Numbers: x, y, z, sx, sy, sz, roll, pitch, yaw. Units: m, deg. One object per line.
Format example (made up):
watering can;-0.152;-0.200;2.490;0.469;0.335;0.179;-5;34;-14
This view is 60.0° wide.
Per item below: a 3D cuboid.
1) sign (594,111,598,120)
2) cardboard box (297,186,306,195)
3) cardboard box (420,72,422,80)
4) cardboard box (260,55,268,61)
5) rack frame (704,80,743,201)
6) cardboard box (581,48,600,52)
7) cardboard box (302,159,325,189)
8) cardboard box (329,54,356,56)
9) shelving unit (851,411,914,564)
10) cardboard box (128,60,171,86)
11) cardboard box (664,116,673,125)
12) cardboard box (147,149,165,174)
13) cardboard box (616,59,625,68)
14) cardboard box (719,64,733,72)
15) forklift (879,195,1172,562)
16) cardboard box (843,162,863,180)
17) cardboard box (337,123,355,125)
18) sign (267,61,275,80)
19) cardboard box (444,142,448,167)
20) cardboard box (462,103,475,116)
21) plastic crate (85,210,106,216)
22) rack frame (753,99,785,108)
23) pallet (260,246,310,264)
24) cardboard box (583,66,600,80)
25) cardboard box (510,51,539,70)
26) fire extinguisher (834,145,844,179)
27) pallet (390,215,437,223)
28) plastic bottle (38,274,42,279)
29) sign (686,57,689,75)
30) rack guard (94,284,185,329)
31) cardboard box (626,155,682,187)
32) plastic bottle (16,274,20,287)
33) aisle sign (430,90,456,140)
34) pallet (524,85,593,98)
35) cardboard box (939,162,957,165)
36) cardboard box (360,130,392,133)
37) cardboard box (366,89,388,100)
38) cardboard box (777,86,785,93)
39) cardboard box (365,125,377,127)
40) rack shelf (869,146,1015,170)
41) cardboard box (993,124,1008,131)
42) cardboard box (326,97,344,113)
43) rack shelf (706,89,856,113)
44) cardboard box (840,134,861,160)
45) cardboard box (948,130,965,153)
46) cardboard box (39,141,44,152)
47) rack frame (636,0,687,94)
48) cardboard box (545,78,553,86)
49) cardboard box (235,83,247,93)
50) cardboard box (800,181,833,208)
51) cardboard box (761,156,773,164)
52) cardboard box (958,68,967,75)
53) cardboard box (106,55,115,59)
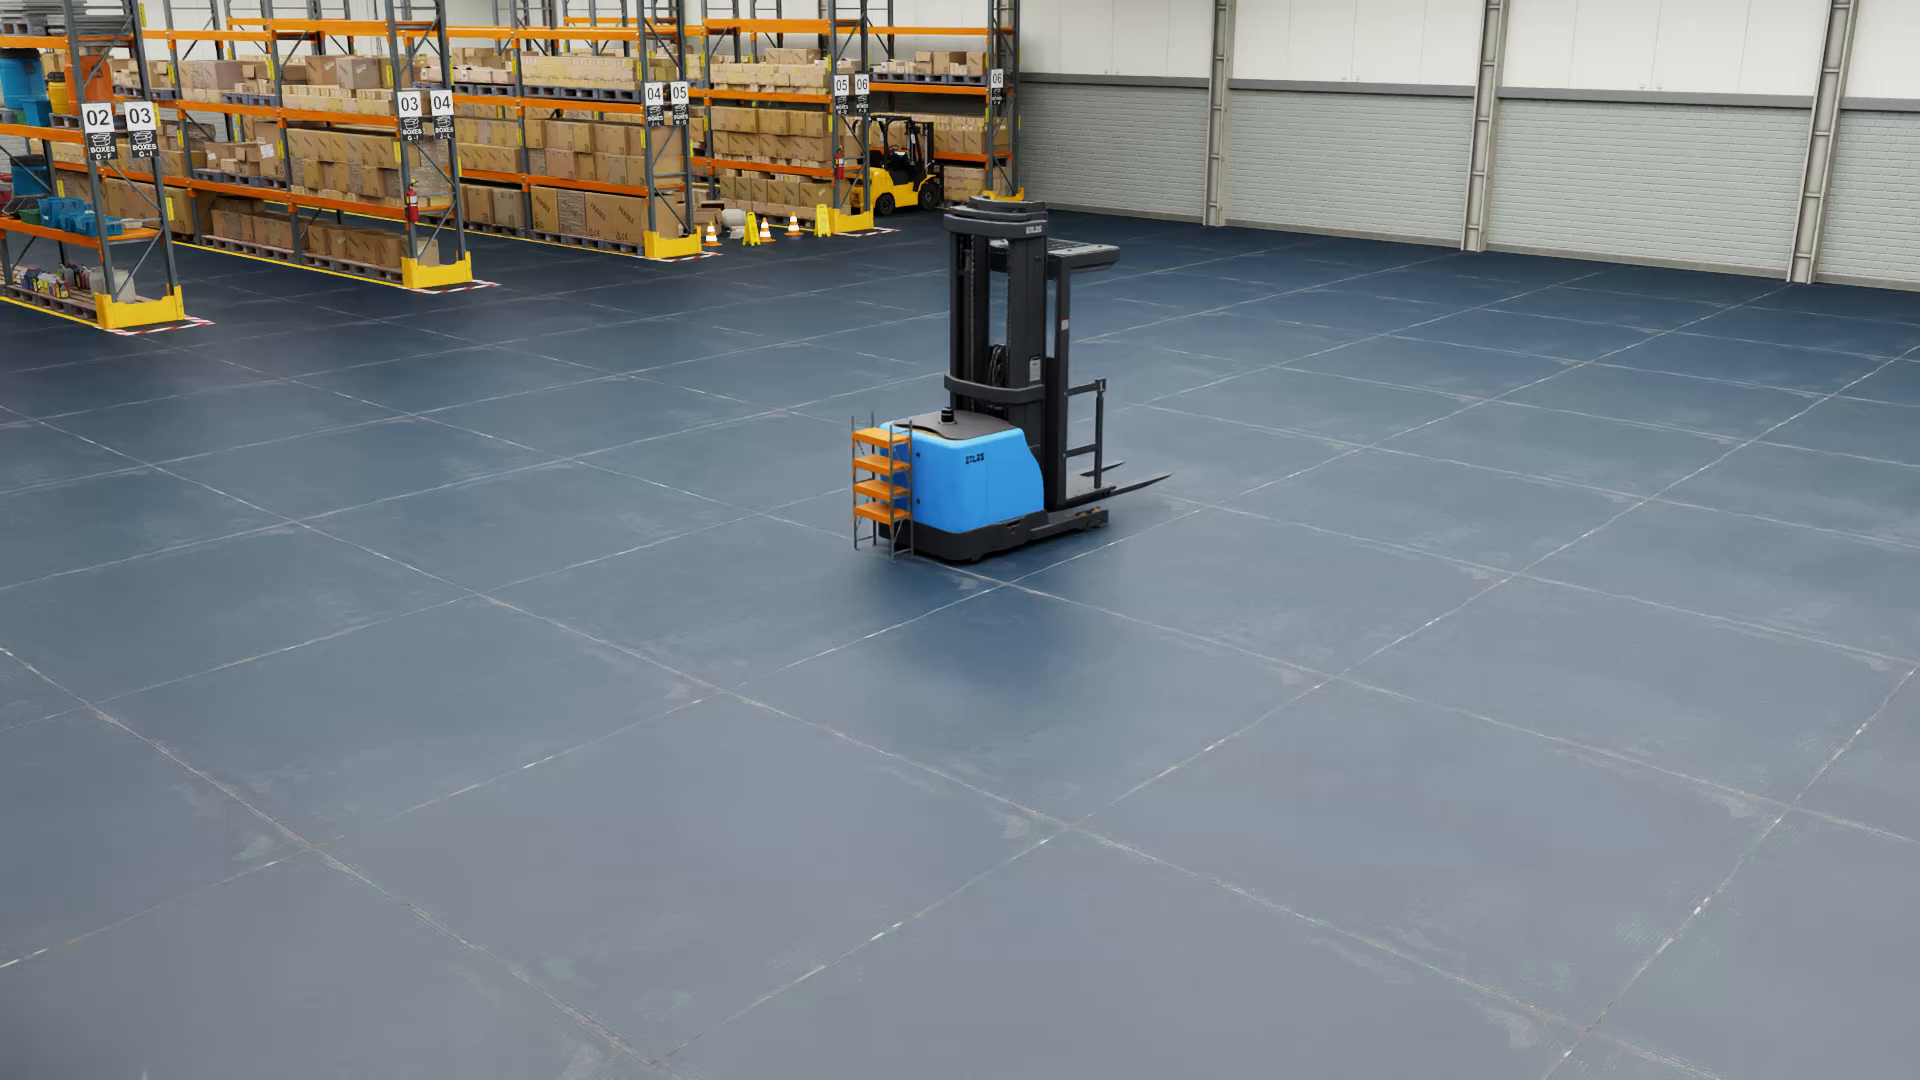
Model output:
sign;-8.649;-10.077;39.538;0.005;0.325;0.100;15;23;39
cardboard box;-11.729;-6.322;30.036;0.250;0.149;0.380;15;23;39
cardboard box;-11.349;-9.965;35.699;0.250;0.149;0.380;14;22;37
cardboard box;-16.608;-11.584;40.006;0.250;0.149;0.380;16;24;41
rack frame;-5.291;-8.848;37.581;0.127;3.000;1.000;15;23;39
cardboard box;-10.441;-13.867;47.367;0.500;0.250;0.500;15;23;39
cardboard box;-11.223;-6.582;29.785;0.500;0.500;0.875;15;23;39
cardboard box;-14.274;-10.890;38.199;0.500;0.500;0.700;15;23;39
shelving unit;-0.656;-0.452;14.099;0.258;1.200;0.503;-16;24;-41
cardboard box;-16.403;-9.493;33.791;0.637;0.503;0.797;15;23;39
cardboard box;-6.543;-9.482;38.229;0.500;0.500;0.500;16;24;41
cardboard box;-16.154;-7.704;33.813;0.500;0.500;0.500;14;22;38
cardboard box;-6.172;-8.884;30.972;0.250;0.149;0.380;15;23;40
cardboard box;-5.058;-10.355;36.468;0.250;0.149;0.380;16;24;41
forklift;0.704;-1.574;14.774;3.031;2.935;1.130;-16;24;-41
cardboard box;-2.397;-9.142;41.739;0.625;0.625;0.875;16;24;42
cardboard box;-14.688;-9.660;39.482;0.500;0.500;0.500;15;23;38
sign;-12.235;-8.343;29.526;0.005;0.325;0.100;15;23;39
cardboard box;-10.954;-8.306;35.707;0.500;0.500;0.500;15;23;39
cardboard box;-12.572;-11.214;43.219;0.500;0.500;0.500;15;23;40
plastic crate;-13.774;-5.091;26.178;0.437;0.136;0.530;15;23;39
rack frame;-4.991;-10.775;43.652;0.127;3.000;1.000;15;23;39
pallet;-12.452;-5.433;31.429;1.213;0.211;1.003;15;23;39
cardboard box;-6.809;-8.889;31.648;0.500;0.250;0.500;15;23;39
cardboard box;-10.808;-11.889;41.345;0.500;0.500;0.500;15;23;38
fire extinguisher;-2.519;-7.881;34.661;0.183;0.674;0.296;15;23;39
pallet;-12.076;-7.339;37.436;1.213;0.211;1.003;15;23;39
plastic bottle;-14.552;-4.079;26.339;0.097;0.271;0.097;0;18;0
sign;-5.136;-8.913;31.251;0.005;0.325;0.100;15;23;39
rack guard;-12.253;-3.495;24.847;0.348;0.500;1.175;15;23;39
cardboard box;-5.817;-7.040;31.637;0.550;0.550;0.875;15;23;39
plastic bottle;-15.133;-4.177;26.763;0.097;0.201;0.097;0;18;0
aisle sign;-8.632;-7.097;27.766;0.004;0.787;0.394;15;23;39
pallet;-7.896;-8.928;33.022;1.213;0.211;1.003;15;23;39
cardboard box;-0.363;-8.981;40.198;0.500;0.250;0.500;14;23;38
cardboard box;-10.230;-6.942;29.265;0.500;0.500;0.500;15;23;39
cardboard box;-9.686;-7.445;27.790;0.250;0.149;0.380;14;22;37
cardboard box;-3.691;-9.626;35.491;0.250;0.149;0.380;14;22;38
cardboard box;-13.465;-9.483;38.319;0.250;0.149;0.380;15;23;39
rack shelf;-0.503;-9.227;39.965;4.000;0.370;1.077;15;23;39
cardboard box;0.911;-9.652;38.877;0.250;0.149;0.380;14;23;38
cardboard box;-10.539;-7.504;28.636;0.500;0.250;0.500;15;23;38
rack shelf;-3.795;-9.533;35.970;4.000;0.370;1.077;15;23;39
cardboard box;-2.469;-8.392;35.487;0.500;0.500;0.500;15;23;38
cardboard box;0.068;-9.362;39.035;0.500;0.500;0.500;16;24;41
cardboard box;-20.271;-8.825;37.265;0.500;0.250;0.500;15;23;39
rack frame;-5.509;-9.764;30.550;0.127;3.000;1.000;15;23;39
cardboard box;-7.887;-8.963;32.541;0.250;0.149;0.380;15;23;38
cardboard box;-13.338;-8.478;31.149;0.250;0.166;0.380;14;22;38
cardboard box;-3.072;-7.394;35.610;0.500;0.500;0.500;15;23;40
cardboard box;-4.111;-8.289;36.235;0.250;0.149;0.380;15;23;39
cardboard box;0.171;-10.824;38.404;0.250;0.149;0.380;14;22;38
cardboard box;-18.478;-10.081;35.482;0.500;0.500;0.700;13;22;36
